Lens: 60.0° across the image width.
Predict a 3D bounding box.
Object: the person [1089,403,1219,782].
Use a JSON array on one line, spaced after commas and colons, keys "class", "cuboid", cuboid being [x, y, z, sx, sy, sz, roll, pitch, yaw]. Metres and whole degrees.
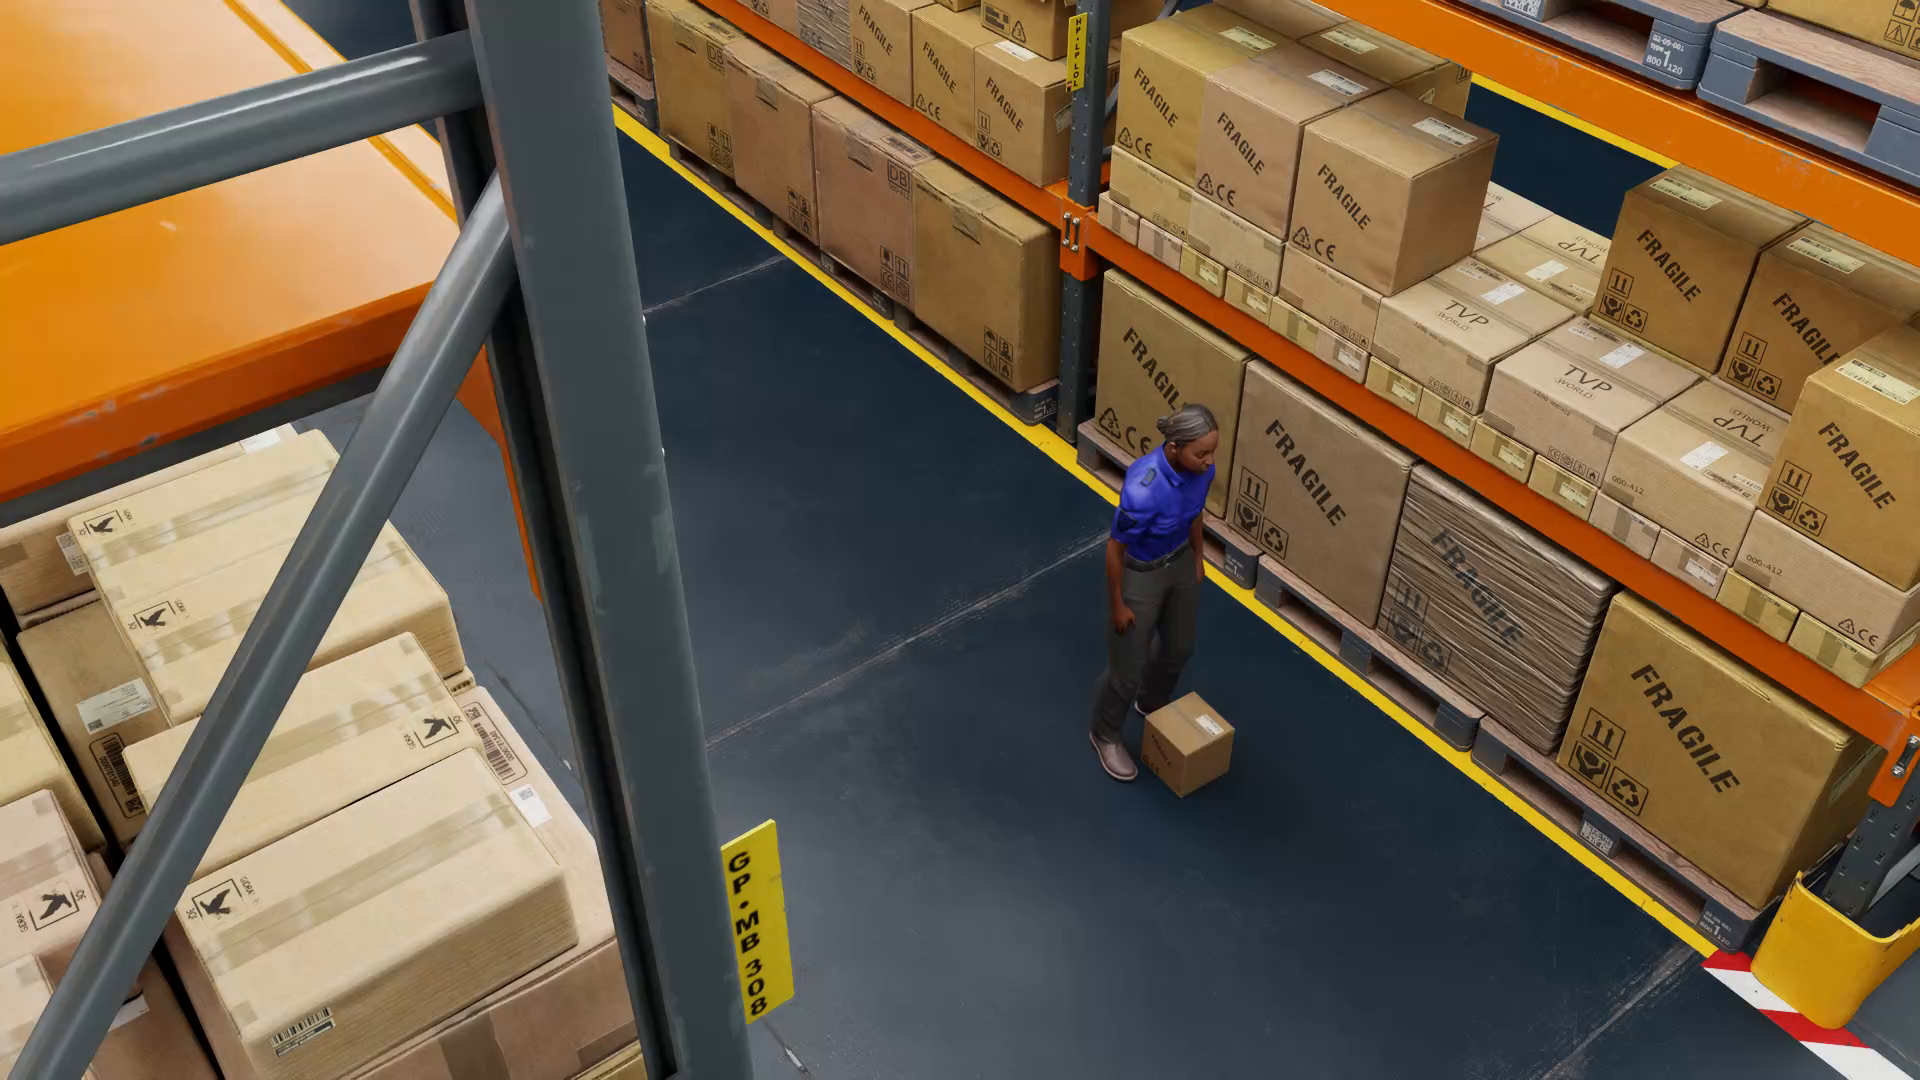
[{"class": "person", "cuboid": [0.734, 0.158, 6.237, 0.521, 1.653, 0.349, -29, 48, -30]}]
